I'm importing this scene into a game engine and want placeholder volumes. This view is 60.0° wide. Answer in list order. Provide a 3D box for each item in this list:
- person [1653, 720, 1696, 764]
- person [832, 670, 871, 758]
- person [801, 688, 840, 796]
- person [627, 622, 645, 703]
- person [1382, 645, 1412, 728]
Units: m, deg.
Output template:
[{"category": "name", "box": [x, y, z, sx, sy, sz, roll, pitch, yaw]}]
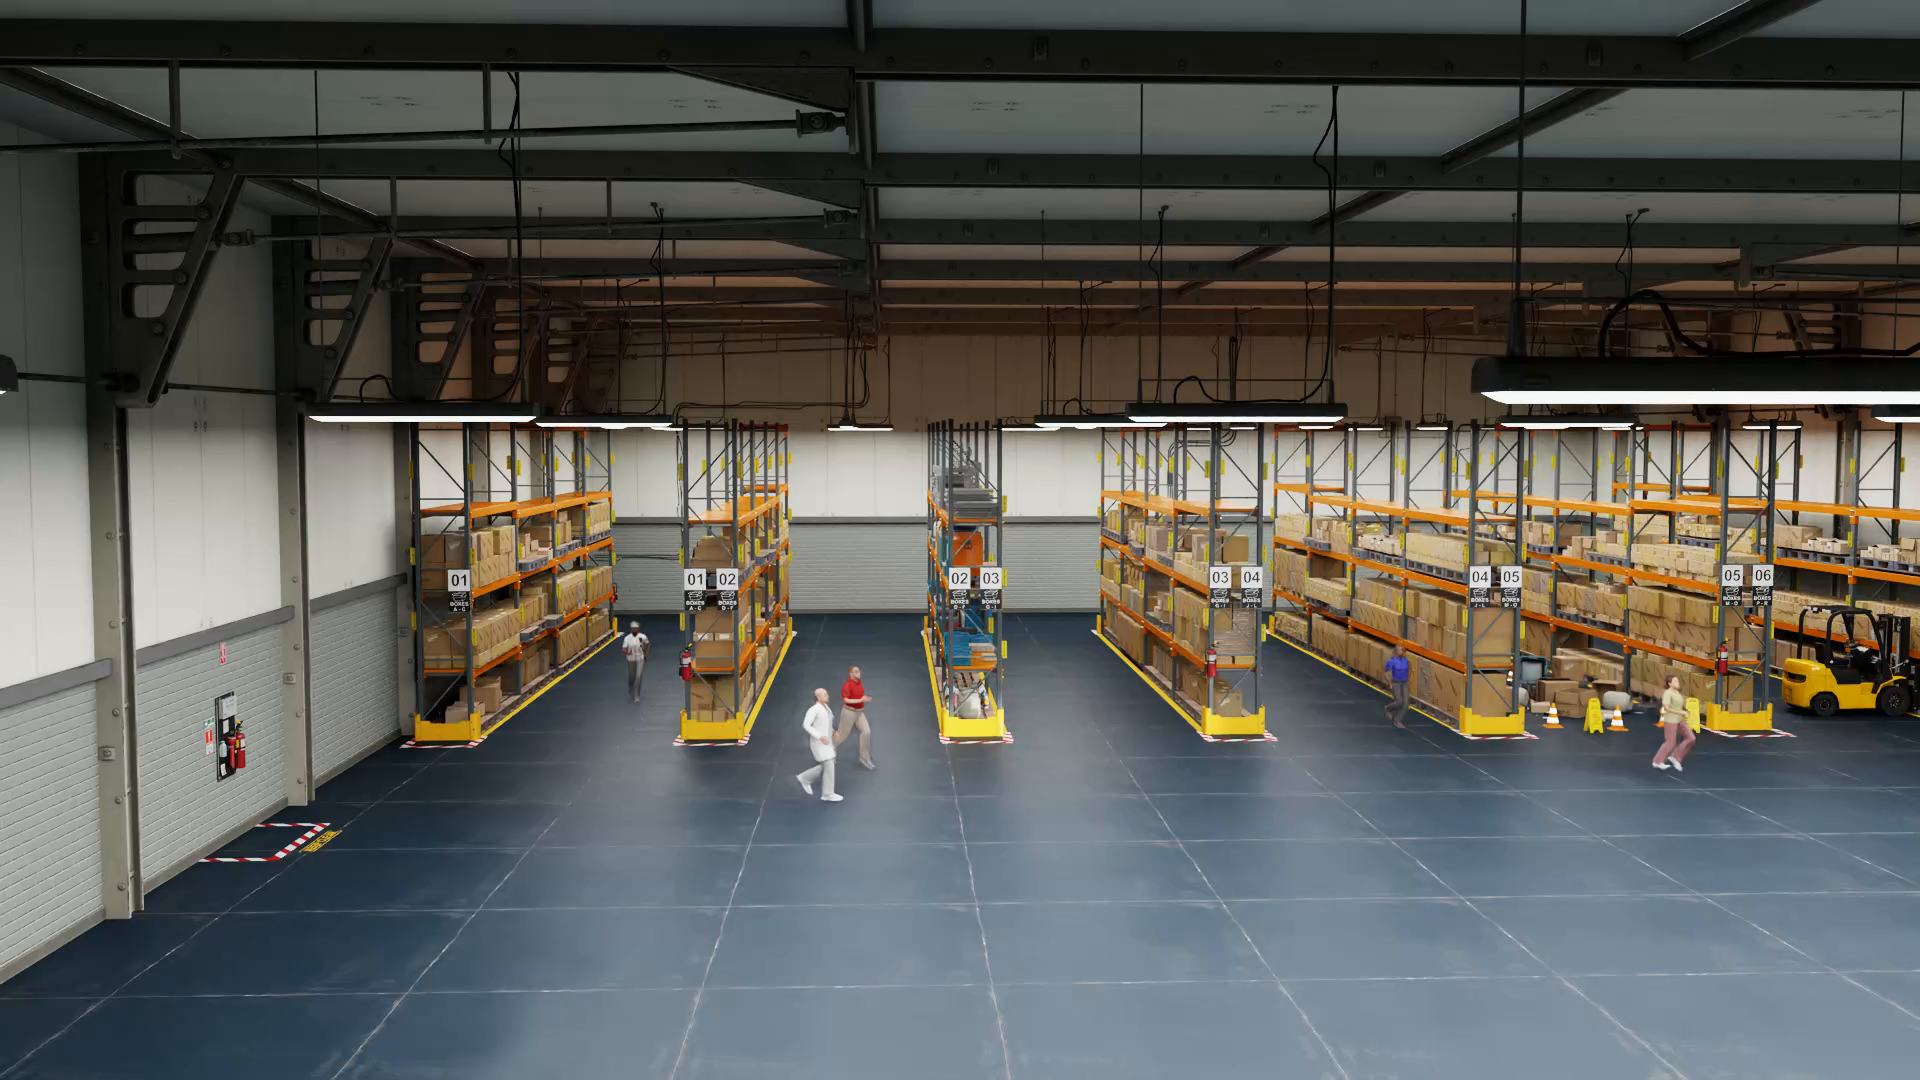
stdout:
[{"category": "person", "box": [12.111, 3.388, 28.228, 0.350, 0.892, 0.650, -3, 5, -42]}, {"category": "person", "box": [-1.931, 2.978, 28.593, 0.773, 1.525, 0.428, 2, 4, 29]}, {"category": "person", "box": [-2.216, 3.144, 25.934, 0.651, 1.679, 0.703, 1, 4, 17]}, {"category": "person", "box": [-6.971, 2.593, 35.756, 0.383, 1.710, 0.918, -1, 4, -9]}, {"category": "person", "box": [8.561, 2.858, 32.411, 0.575, 1.604, 0.554, -1, 4, -19]}]
